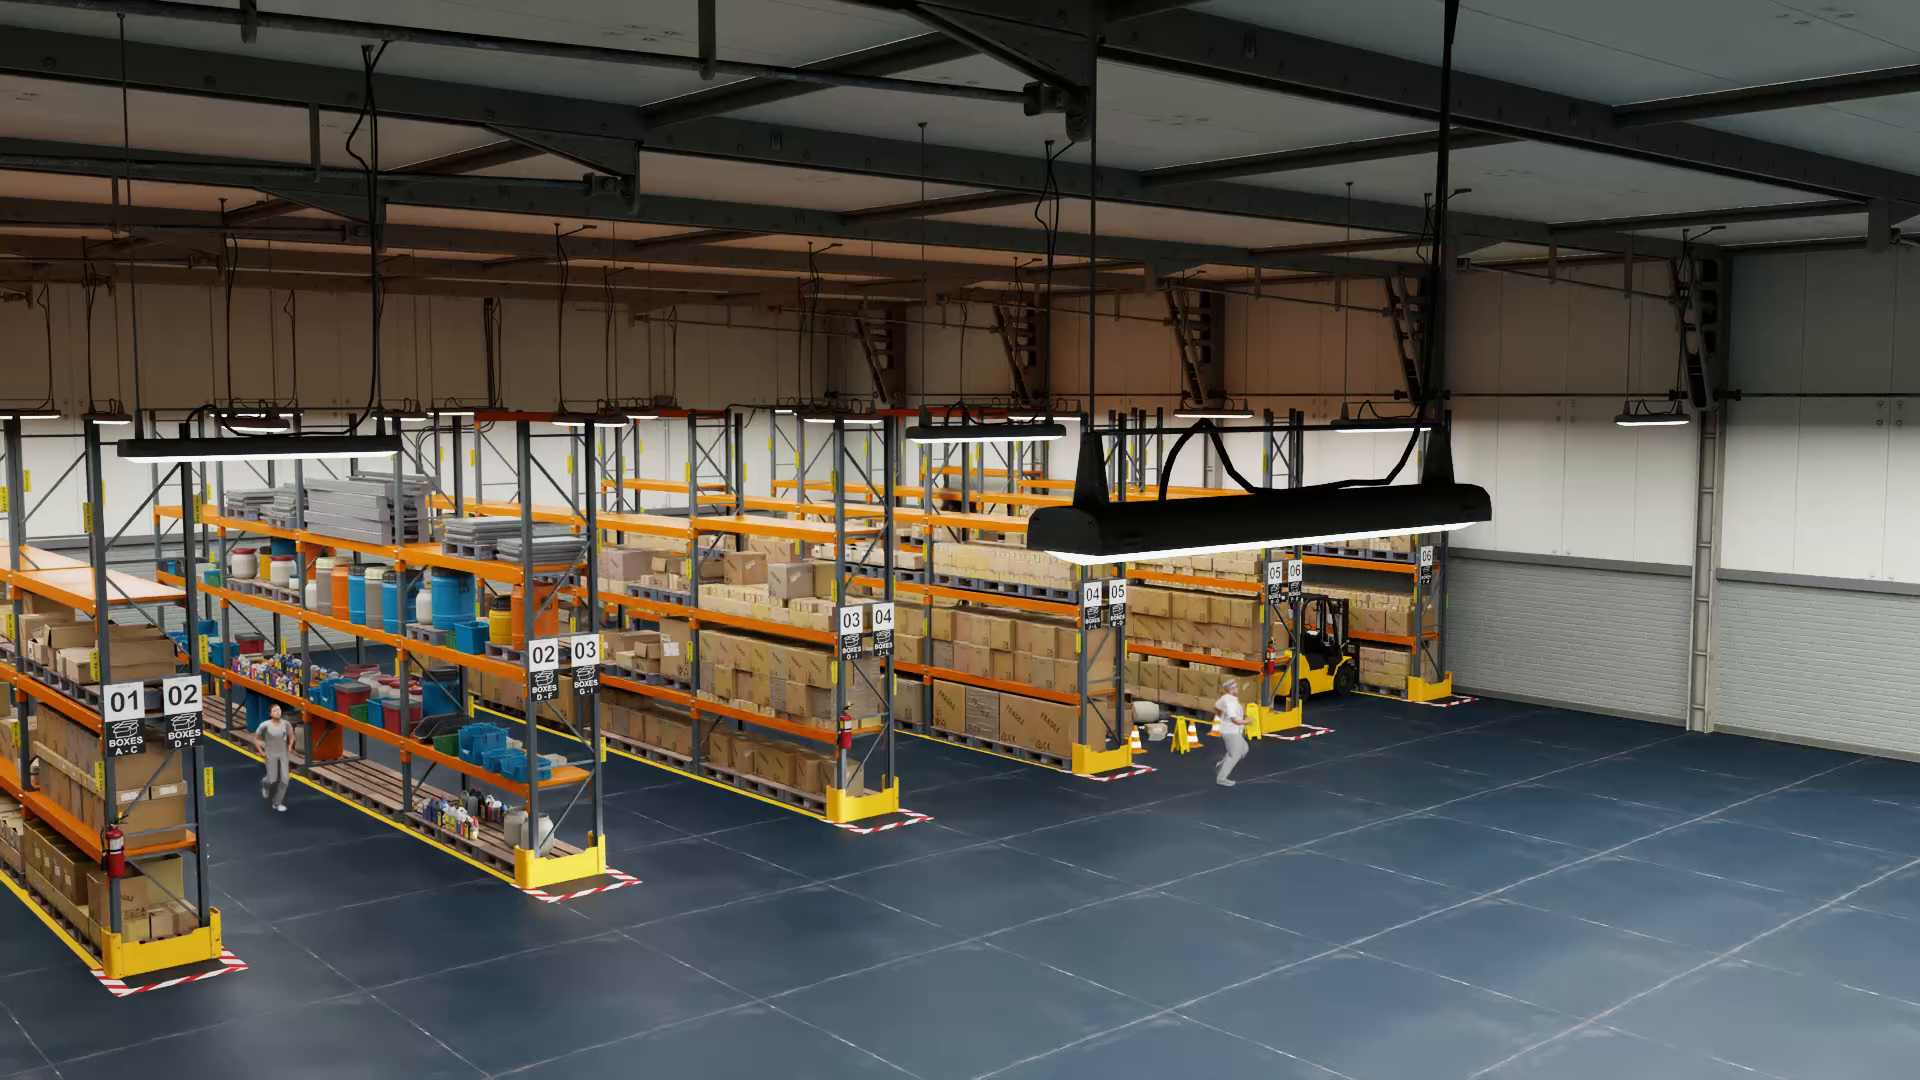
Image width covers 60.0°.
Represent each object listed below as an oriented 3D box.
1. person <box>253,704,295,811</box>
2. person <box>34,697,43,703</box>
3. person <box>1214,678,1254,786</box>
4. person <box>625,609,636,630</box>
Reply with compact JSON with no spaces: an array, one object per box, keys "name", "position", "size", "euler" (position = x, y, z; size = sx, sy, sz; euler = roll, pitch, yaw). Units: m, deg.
[{"name":"person","position":[-10.449,3.302,25.389],"size":[0.601,1.625,0.569],"euler":[-4,6,-39]},{"name":"person","position":[-16.875,2.827,30.553],"size":[0.787,1.690,0.620],"euler":[4,6,36]},{"name":"person","position":[4.447,3.094,26.904],"size":[0.607,1.743,0.651],"euler":[0,5,0]},{"name":"person","position":[-7.265,2.330,36.481],"size":[0.514,1.623,0.652],"euler":[-4,7,-40]}]
